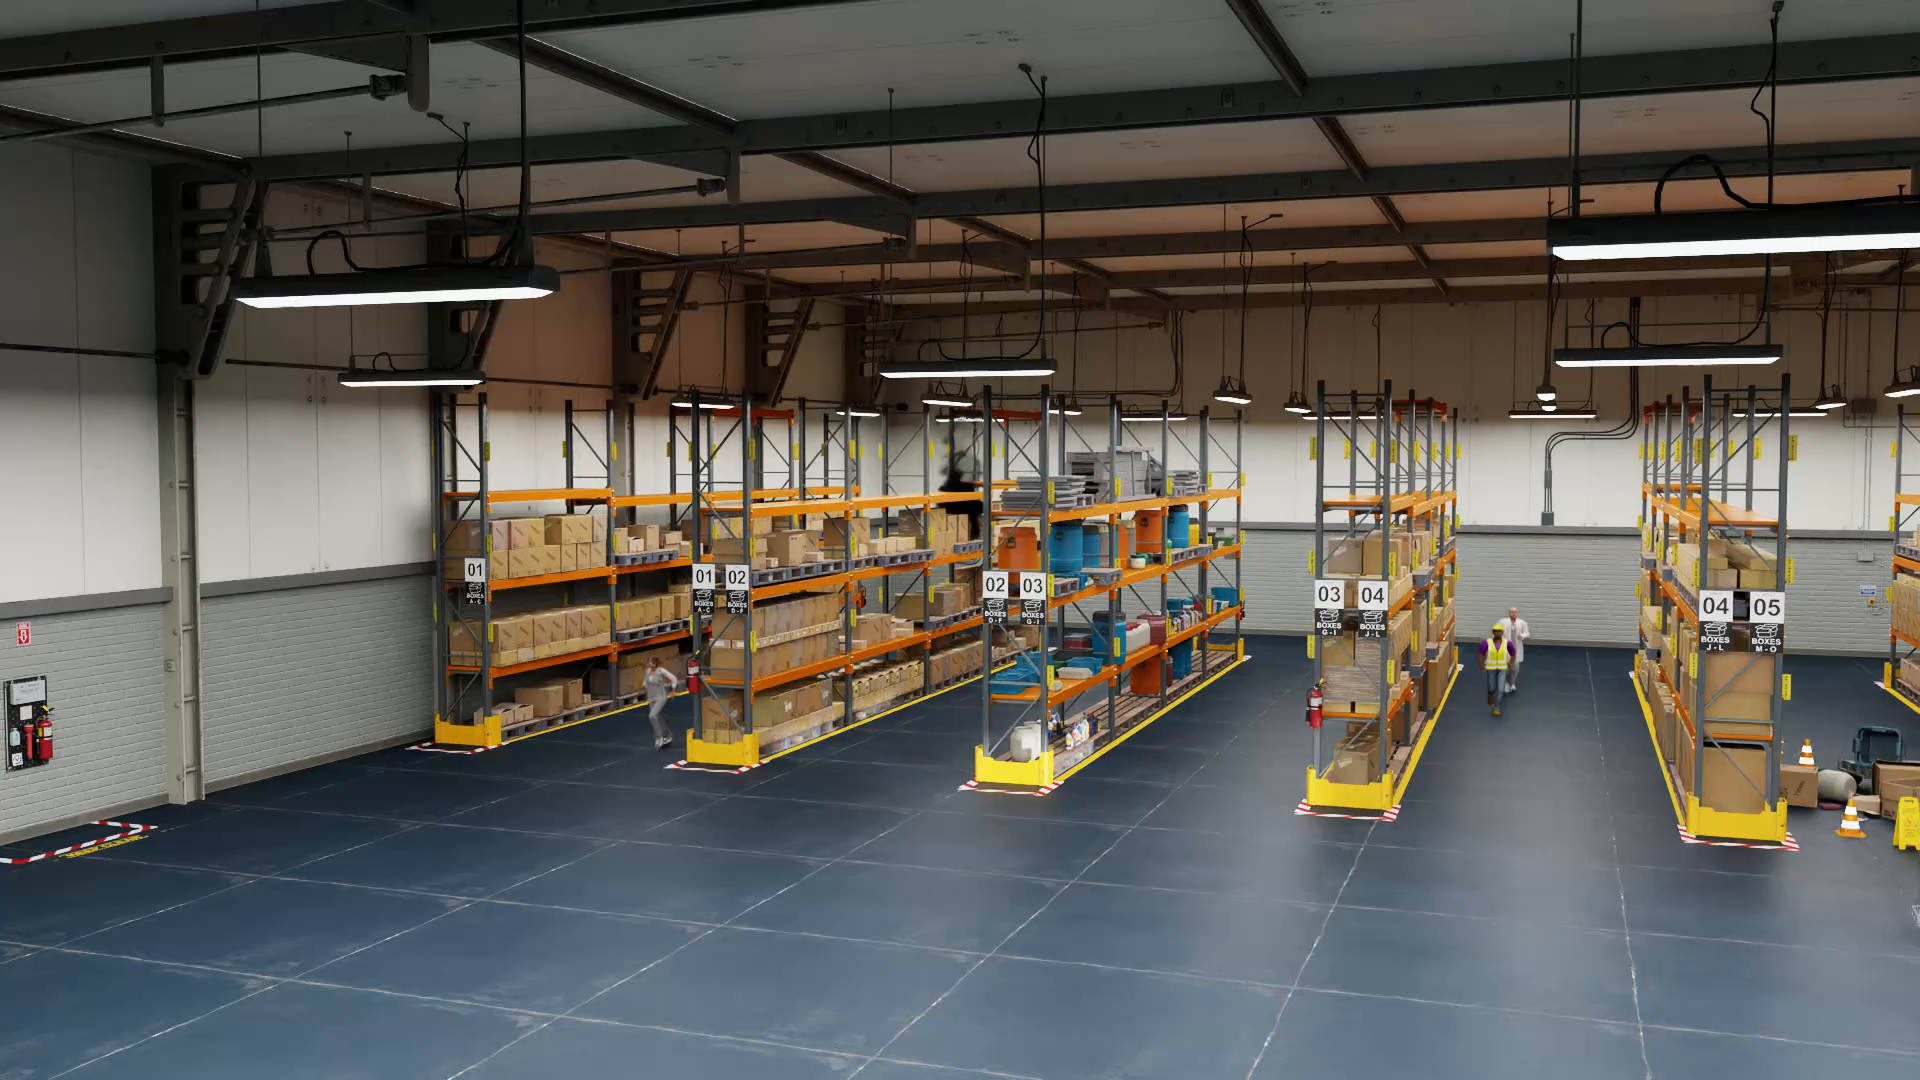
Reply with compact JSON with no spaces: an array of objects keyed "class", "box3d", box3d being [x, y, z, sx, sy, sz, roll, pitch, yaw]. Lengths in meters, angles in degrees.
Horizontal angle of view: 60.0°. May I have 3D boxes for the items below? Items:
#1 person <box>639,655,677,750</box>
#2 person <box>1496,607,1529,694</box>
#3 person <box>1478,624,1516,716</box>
[{"class":"person","box3d":[-5.096,2.719,28.018,0.550,1.583,0.748,2,4,31]},{"class":"person","box3d":[11.444,2.286,34.466,0.676,1.795,0.767,0,3,6]},{"class":"person","box3d":[10.231,2.458,31.672,0.701,1.719,0.601,1,3,15]}]
